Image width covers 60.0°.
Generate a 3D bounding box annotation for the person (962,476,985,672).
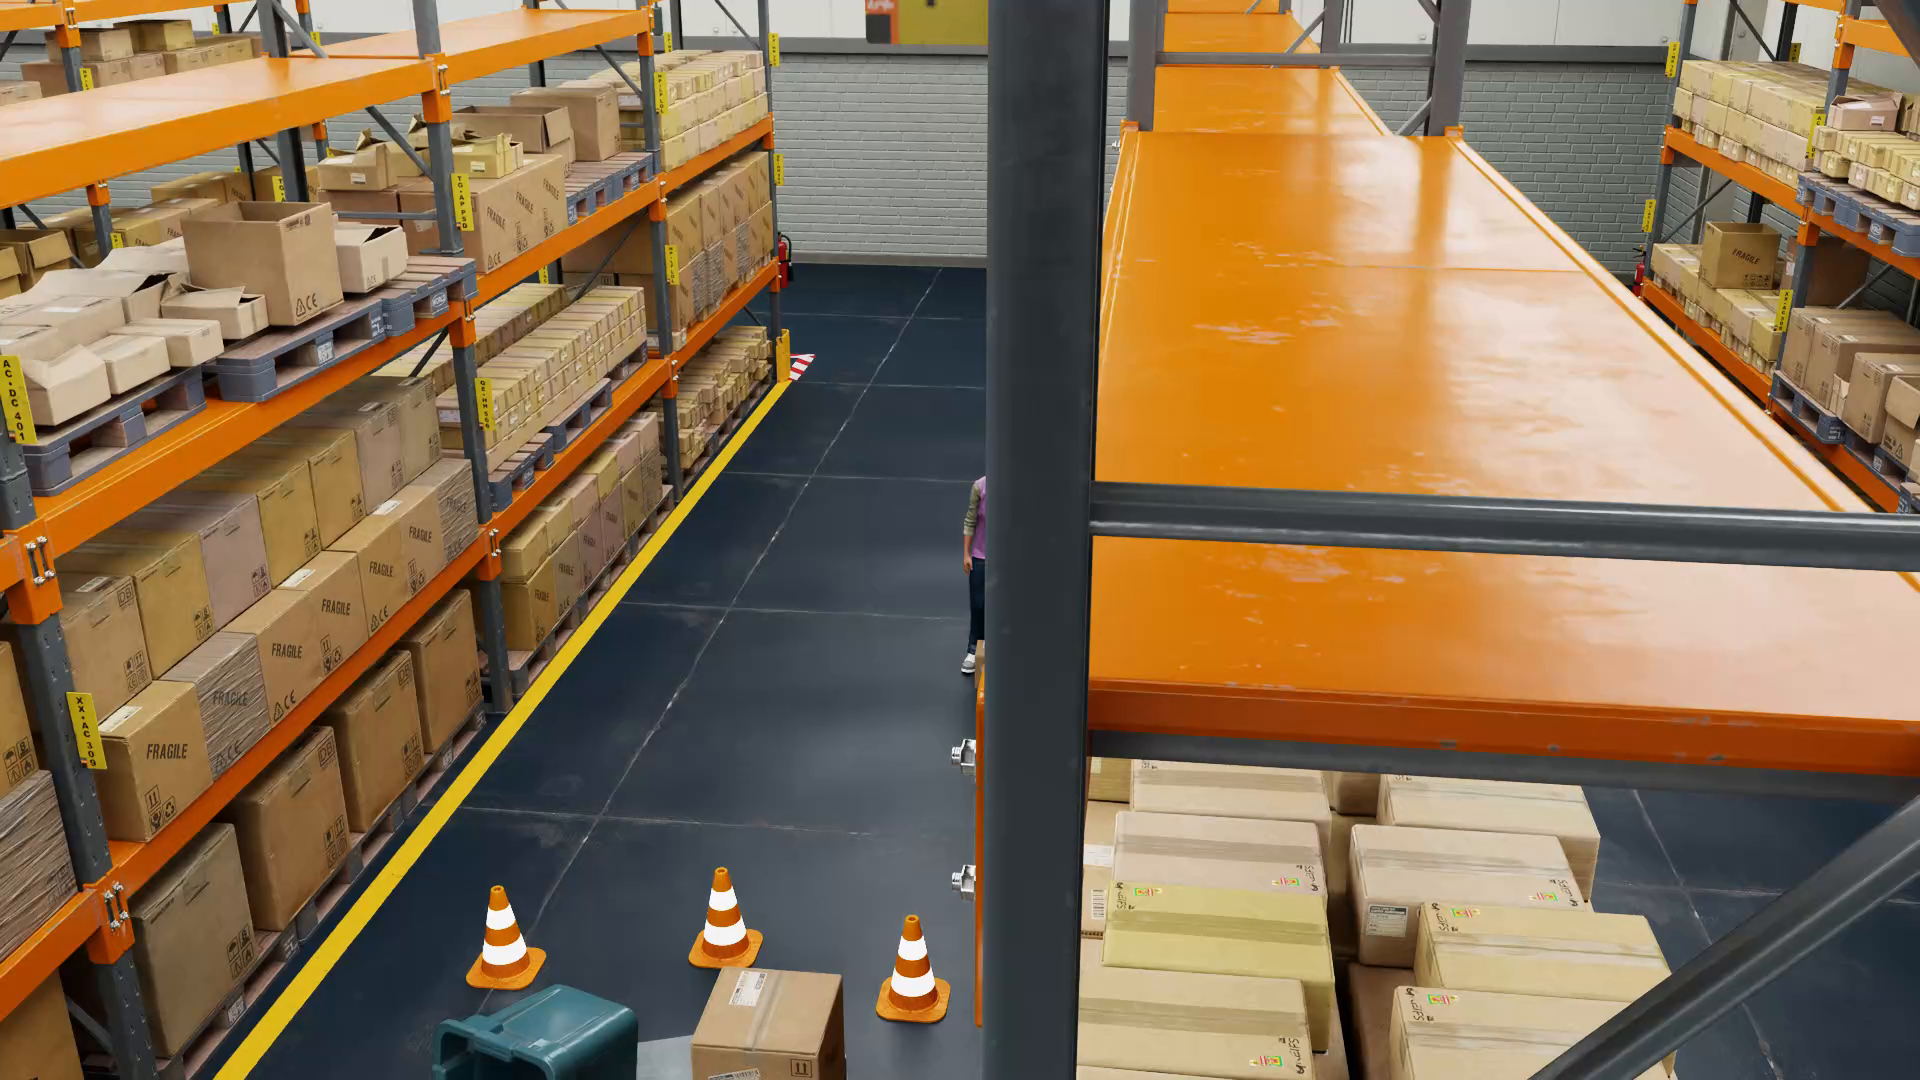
[{"bbox_3d":[0.249,0.128,11.154,0.462,1.591,0.343,2,22,4],"label":"person"}]
